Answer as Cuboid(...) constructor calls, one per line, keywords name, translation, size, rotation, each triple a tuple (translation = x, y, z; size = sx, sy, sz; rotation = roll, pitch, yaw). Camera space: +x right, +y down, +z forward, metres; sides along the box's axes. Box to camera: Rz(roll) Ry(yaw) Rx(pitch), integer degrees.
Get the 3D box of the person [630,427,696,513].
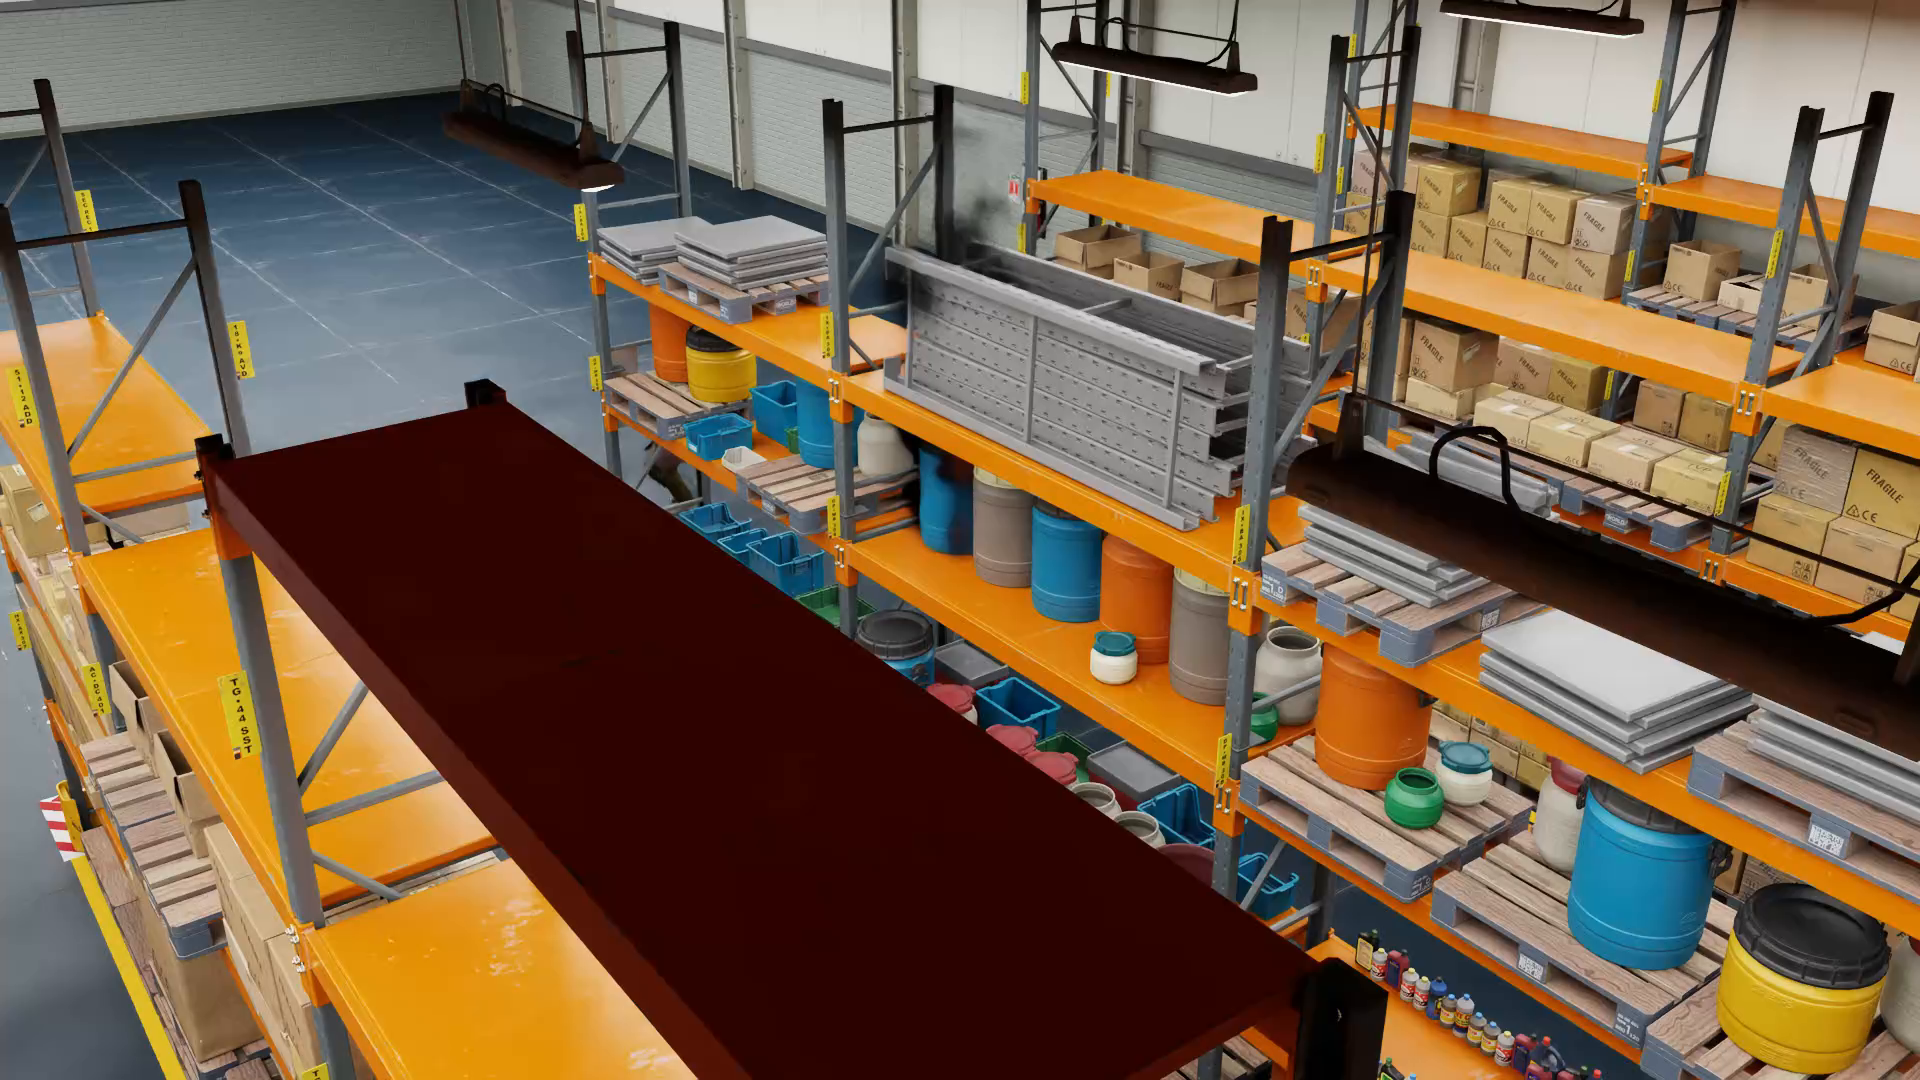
Cuboid(name="person", translation=(-3.465, -1.123, 19.316), size=(0.683, 1.748, 0.684), rotation=(-4, 25, -9))
